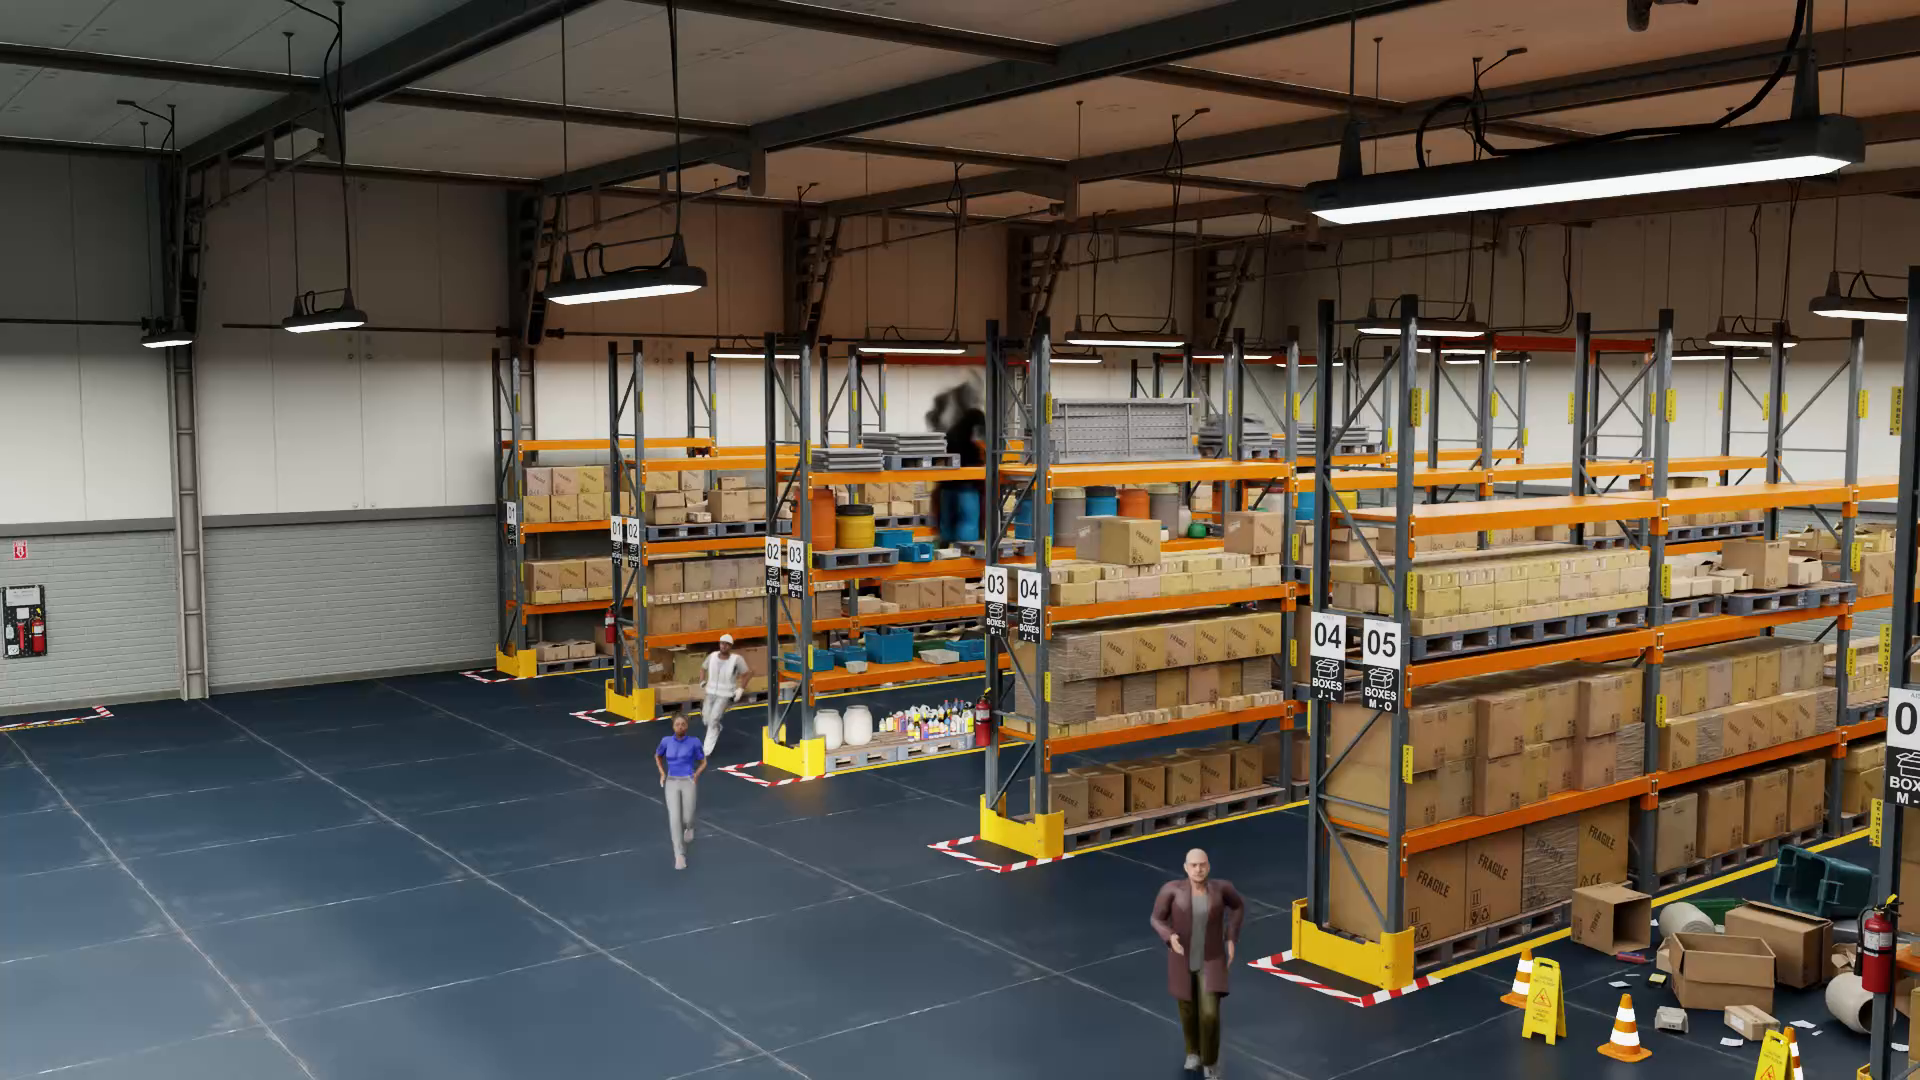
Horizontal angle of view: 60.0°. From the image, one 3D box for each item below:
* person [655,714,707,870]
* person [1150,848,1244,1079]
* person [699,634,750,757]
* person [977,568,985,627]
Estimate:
[{"bbox_3d":[-3.092,2.744,18.431,0.579,1.657,0.819,-1,5,-7],"label":"person"},{"bbox_3d":[1.767,3.205,12.464,0.695,1.809,0.781,1,5,10],"label":"person"},{"bbox_3d":[-3.408,2.211,23.824,0.741,1.728,0.833,1,5,16],"label":"person"},{"bbox_3d":[0.638,1.350,34.012,0.702,1.765,0.624,-3,6,-34],"label":"person"}]
